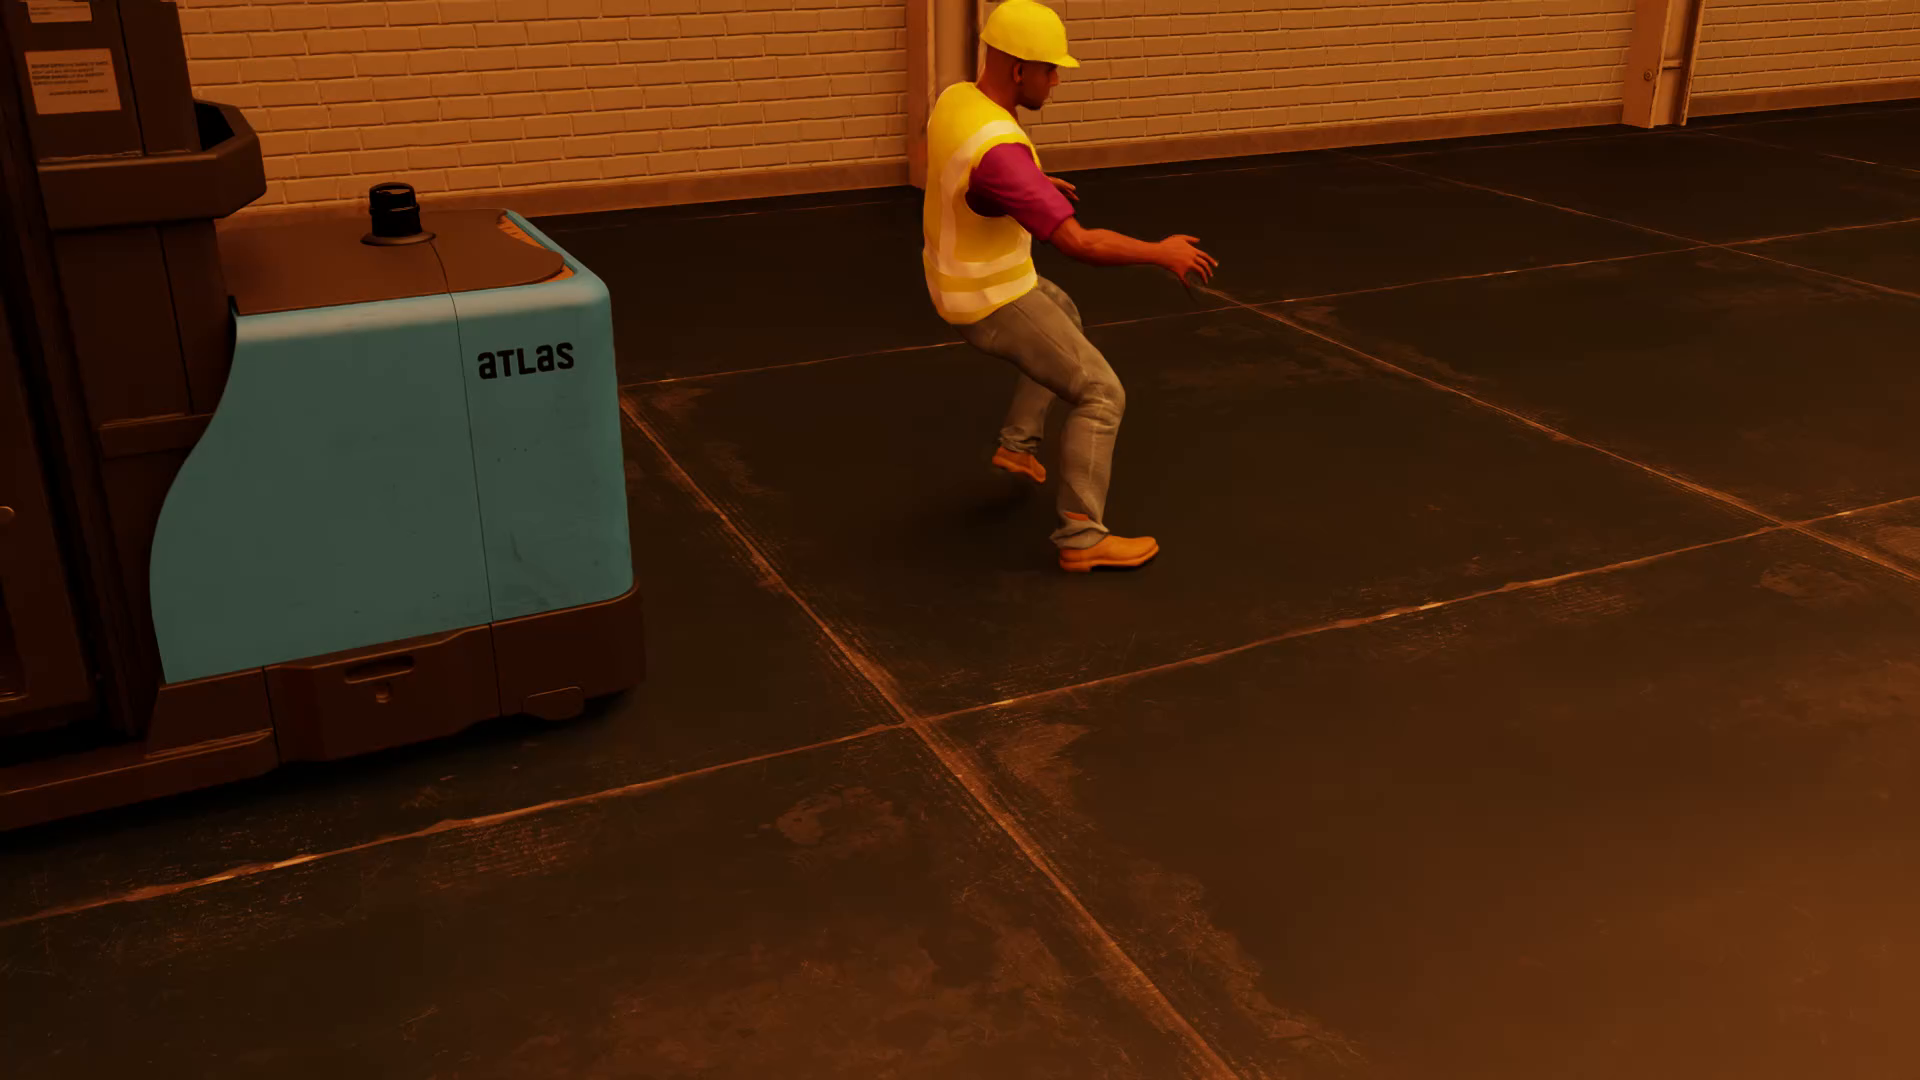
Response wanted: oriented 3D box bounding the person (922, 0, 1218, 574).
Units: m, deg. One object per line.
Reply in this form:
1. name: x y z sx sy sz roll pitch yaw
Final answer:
1. person: 0.279 -0.801 4.978 0.763 1.585 0.933 -5 23 -12

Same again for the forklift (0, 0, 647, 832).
1. forklift: -2.330 -0.854 3.342 3.031 2.935 1.130 -11 25 -24
